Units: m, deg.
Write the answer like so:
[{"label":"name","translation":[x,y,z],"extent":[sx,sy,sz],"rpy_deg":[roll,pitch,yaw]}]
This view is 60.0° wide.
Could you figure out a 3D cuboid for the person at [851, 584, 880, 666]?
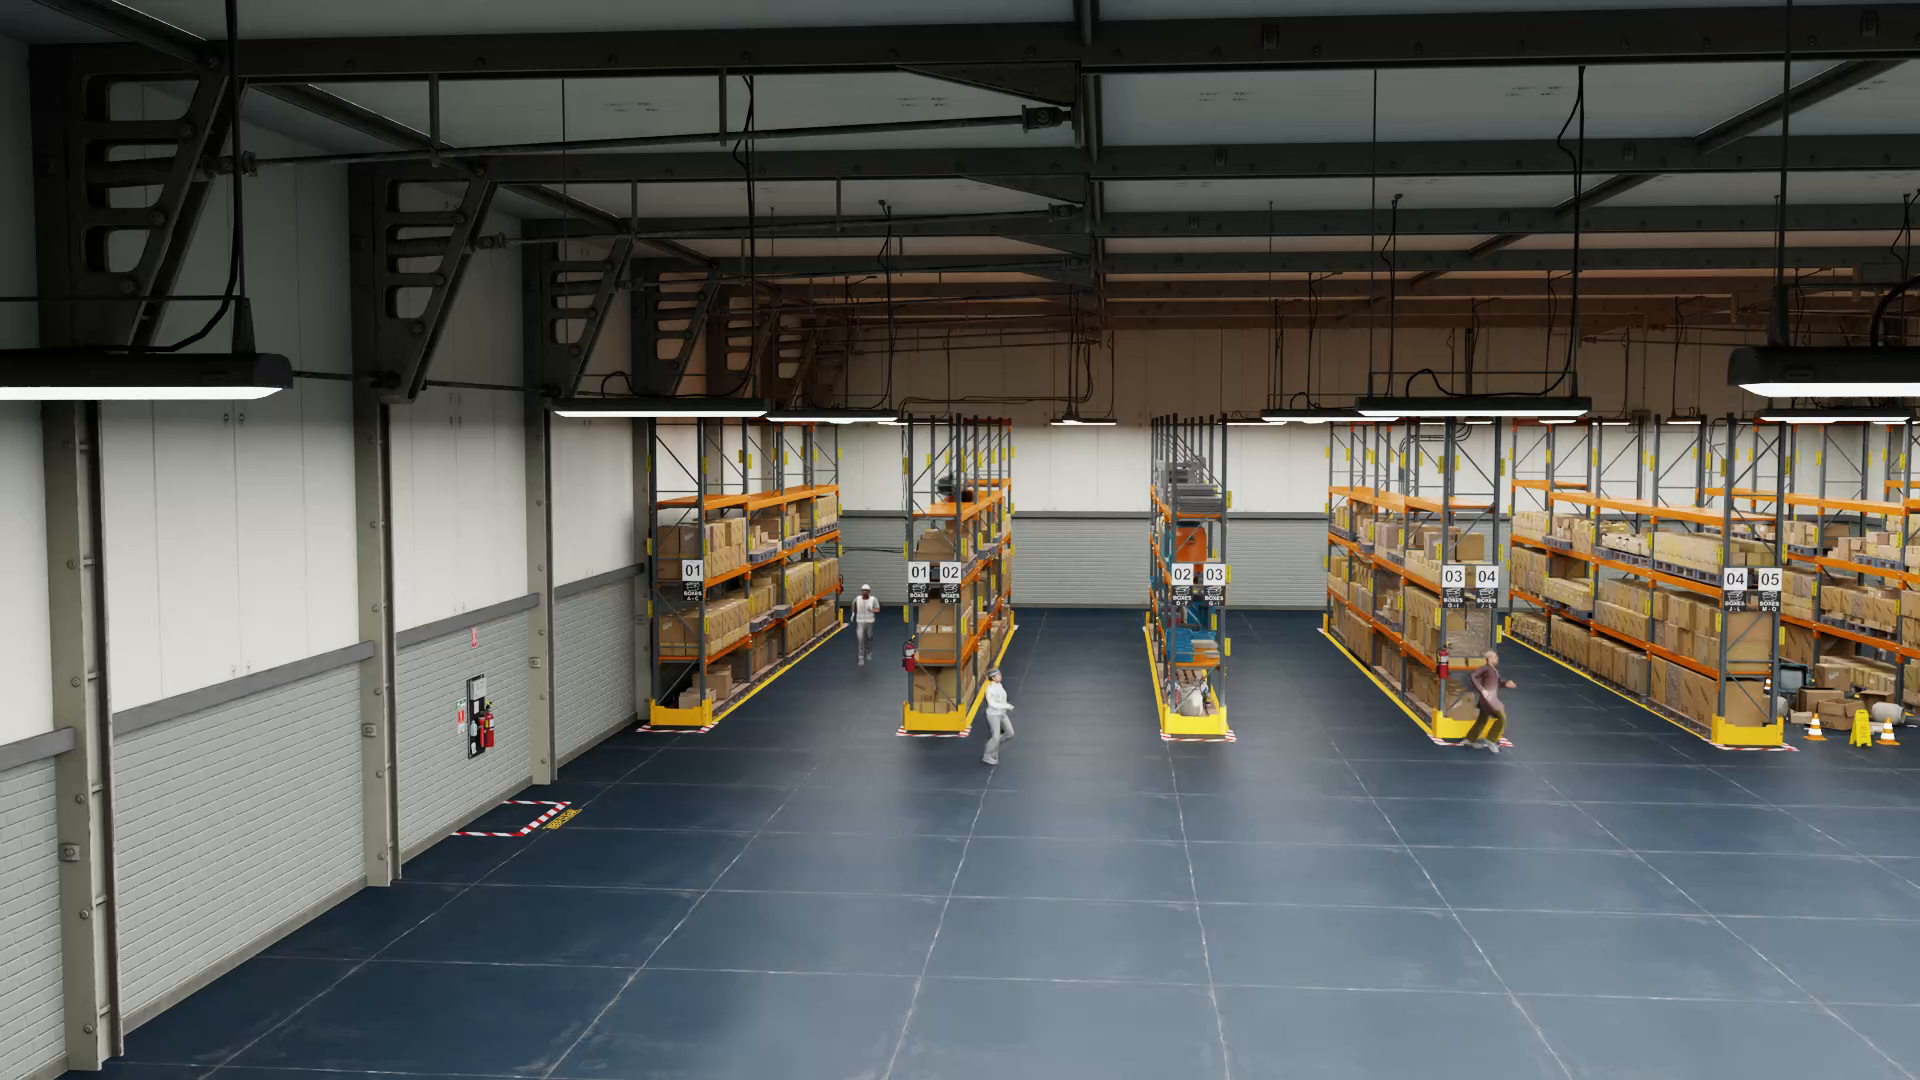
[{"label":"person","translation":[-2.199,1.955,38.651],"extent":[0.674,1.848,0.823],"rpy_deg":[0,4,-2]}]

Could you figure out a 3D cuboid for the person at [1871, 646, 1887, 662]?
[{"label":"person","translation":[22.142,2.211,40.020],"extent":[0.618,1.684,0.720],"rpy_deg":[0,4,-1]}]

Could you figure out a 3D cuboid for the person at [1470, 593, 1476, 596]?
[{"label":"person","translation":[14.564,1.781,47.008],"extent":[0.847,1.572,0.655],"rpy_deg":[-3,5,-34]}]

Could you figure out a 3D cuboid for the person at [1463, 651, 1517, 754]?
[{"label":"person","translation":[9.345,2.864,29.394],"extent":[0.897,1.808,0.734],"rpy_deg":[2,4,29]}]

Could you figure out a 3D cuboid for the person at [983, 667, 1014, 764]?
[{"label":"person","translation":[0.666,2.980,28.309],"extent":[0.584,1.660,0.595],"rpy_deg":[2,4,28]}]
